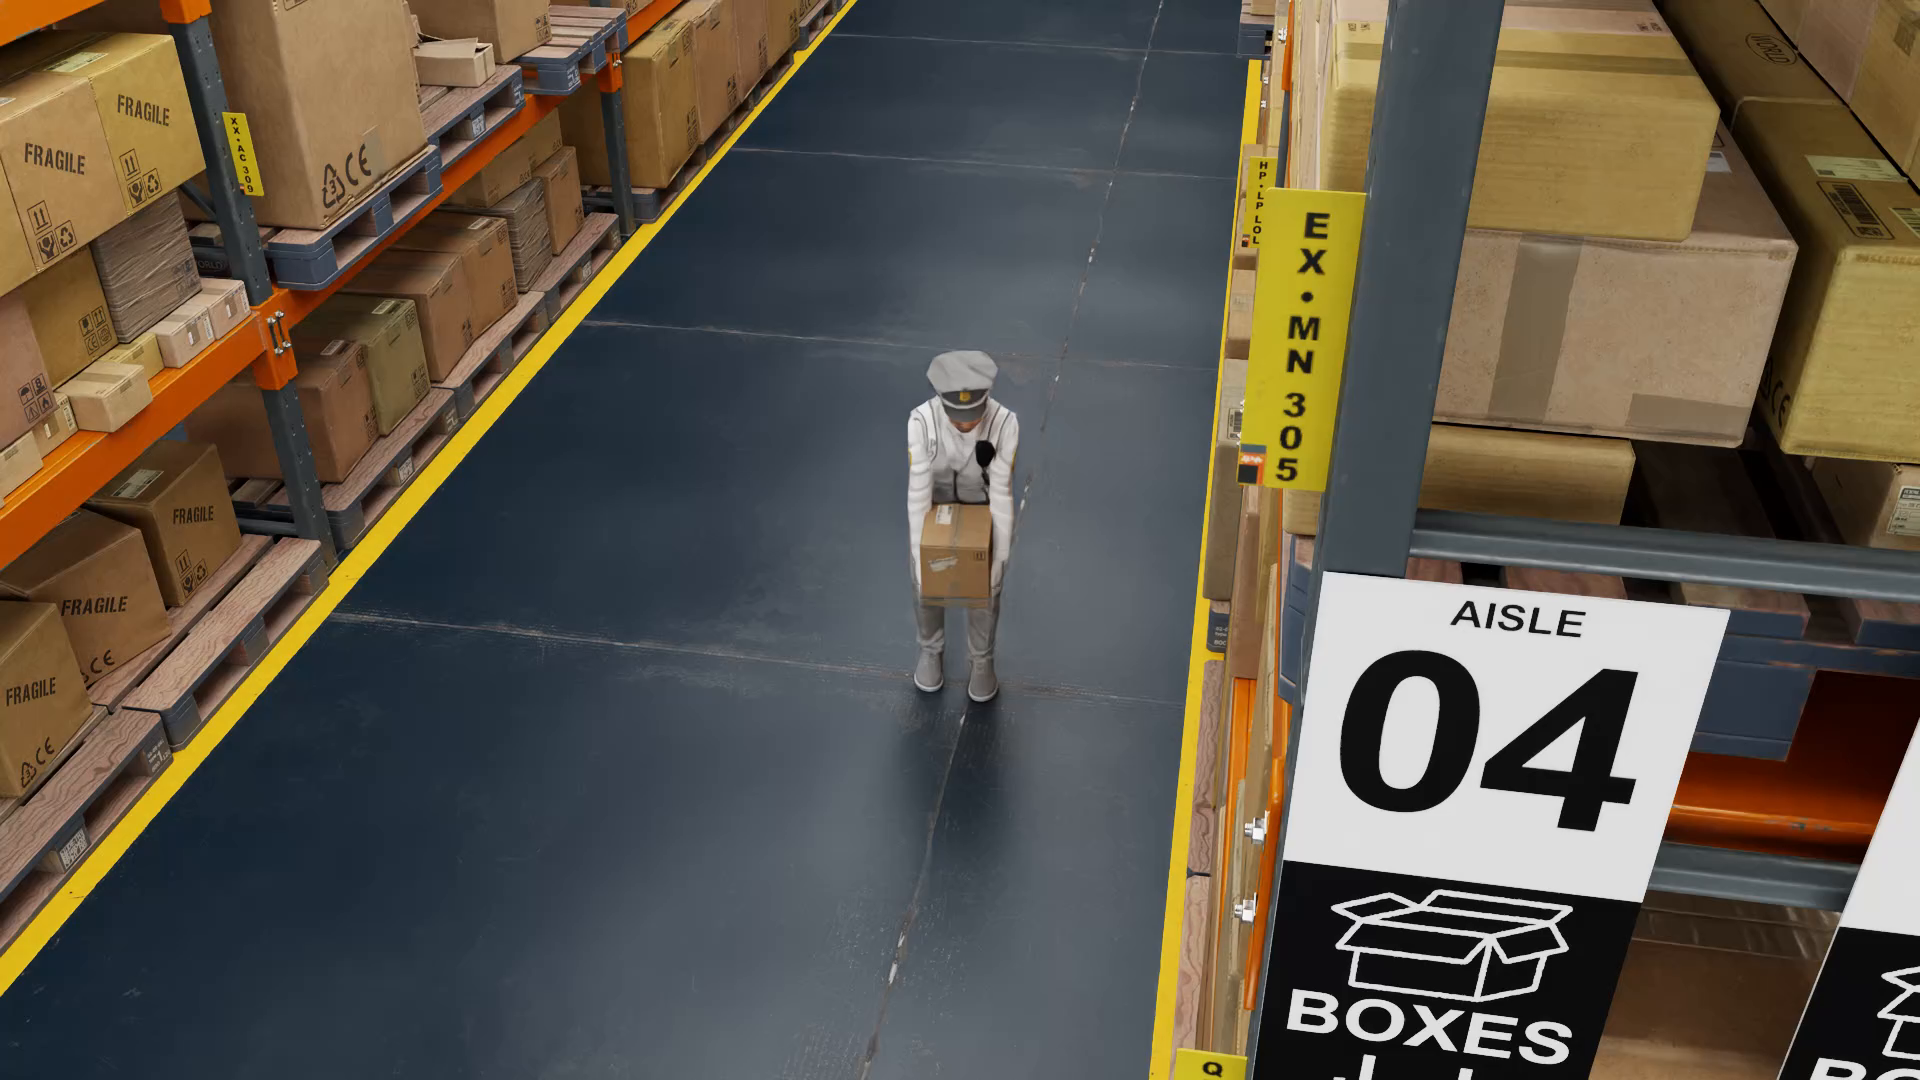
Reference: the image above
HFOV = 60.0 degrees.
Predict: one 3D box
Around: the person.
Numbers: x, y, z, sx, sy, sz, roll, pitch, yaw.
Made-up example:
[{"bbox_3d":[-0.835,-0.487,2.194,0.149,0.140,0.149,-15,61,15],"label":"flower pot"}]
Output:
[{"bbox_3d":[0.007,-0.053,6.320,0.414,1.566,0.633,1,33,1],"label":"person"}]
